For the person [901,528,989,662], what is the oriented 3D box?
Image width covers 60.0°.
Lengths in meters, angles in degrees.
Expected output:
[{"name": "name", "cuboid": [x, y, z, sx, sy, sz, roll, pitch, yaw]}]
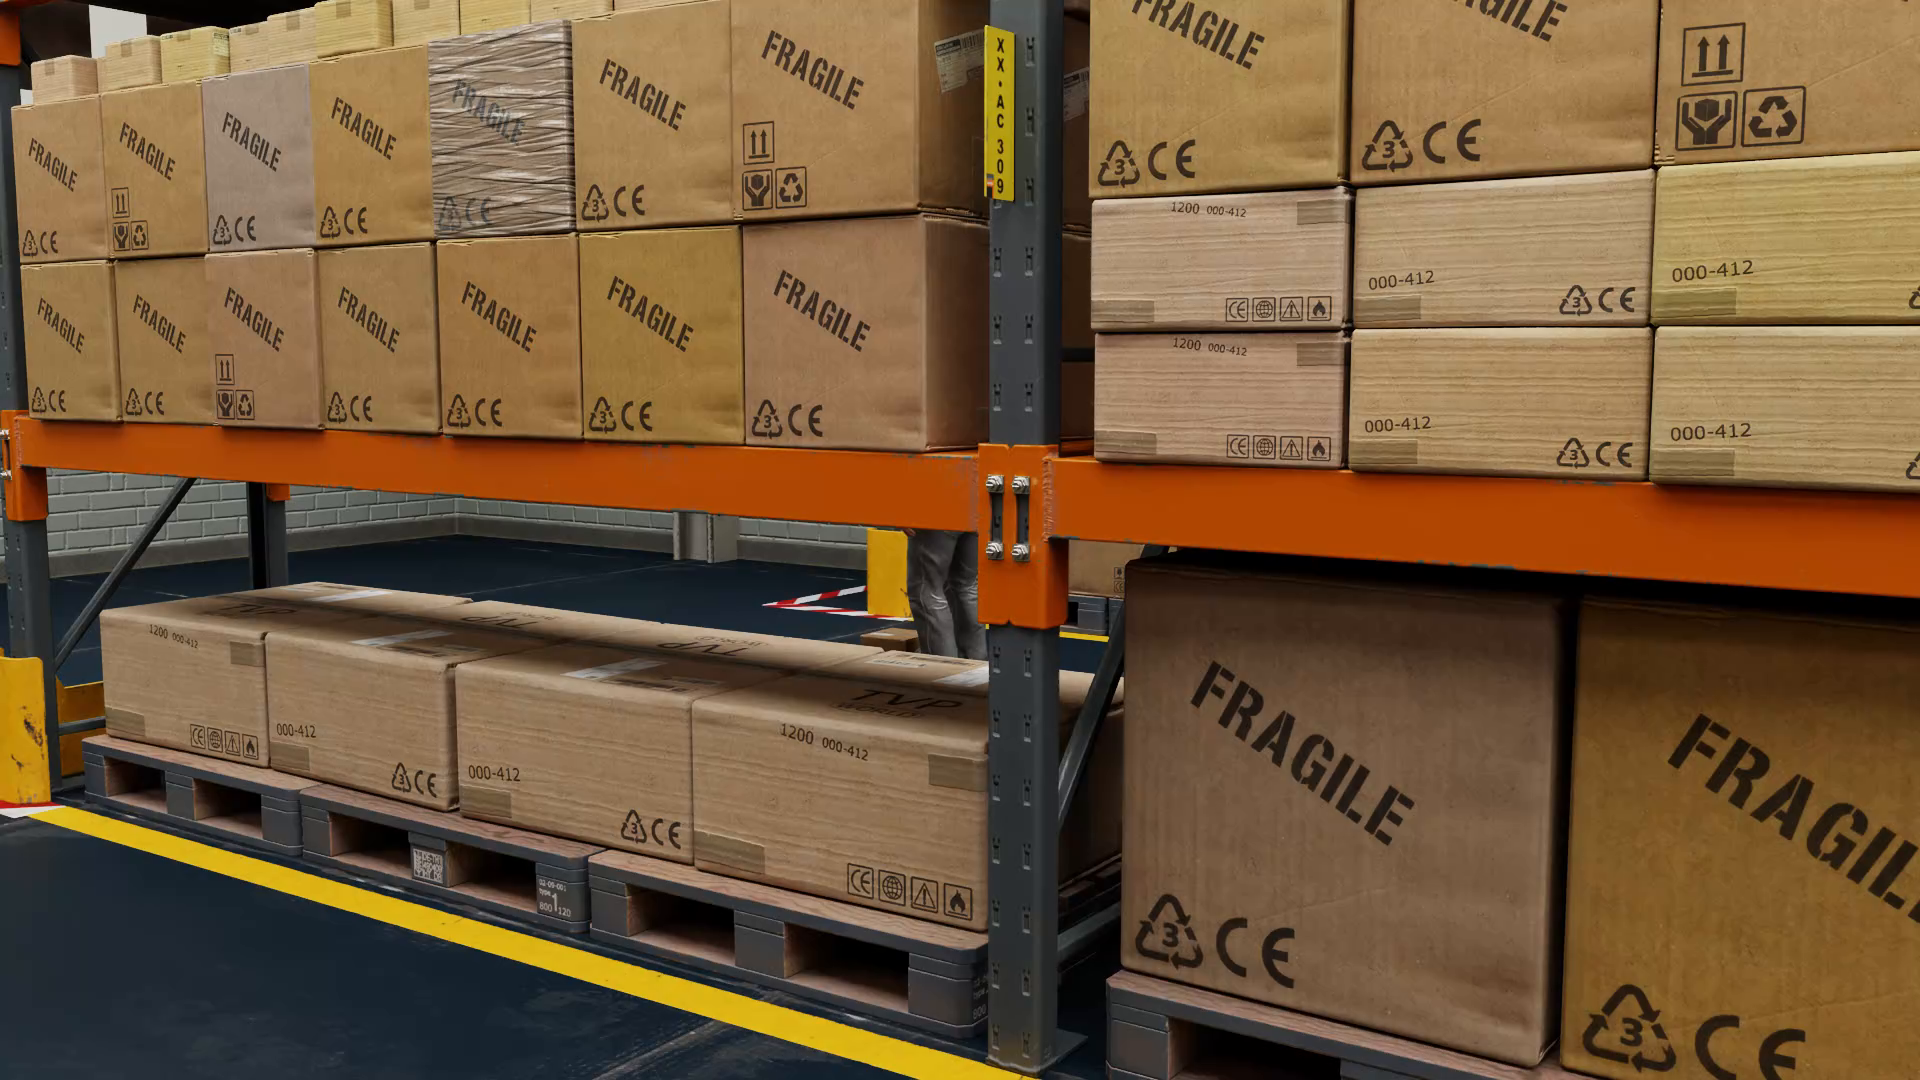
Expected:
[{"name": "person", "cuboid": [-0.068, -0.189, 7.374, 0.464, 1.771, 0.588, 4, 7, 32]}]
